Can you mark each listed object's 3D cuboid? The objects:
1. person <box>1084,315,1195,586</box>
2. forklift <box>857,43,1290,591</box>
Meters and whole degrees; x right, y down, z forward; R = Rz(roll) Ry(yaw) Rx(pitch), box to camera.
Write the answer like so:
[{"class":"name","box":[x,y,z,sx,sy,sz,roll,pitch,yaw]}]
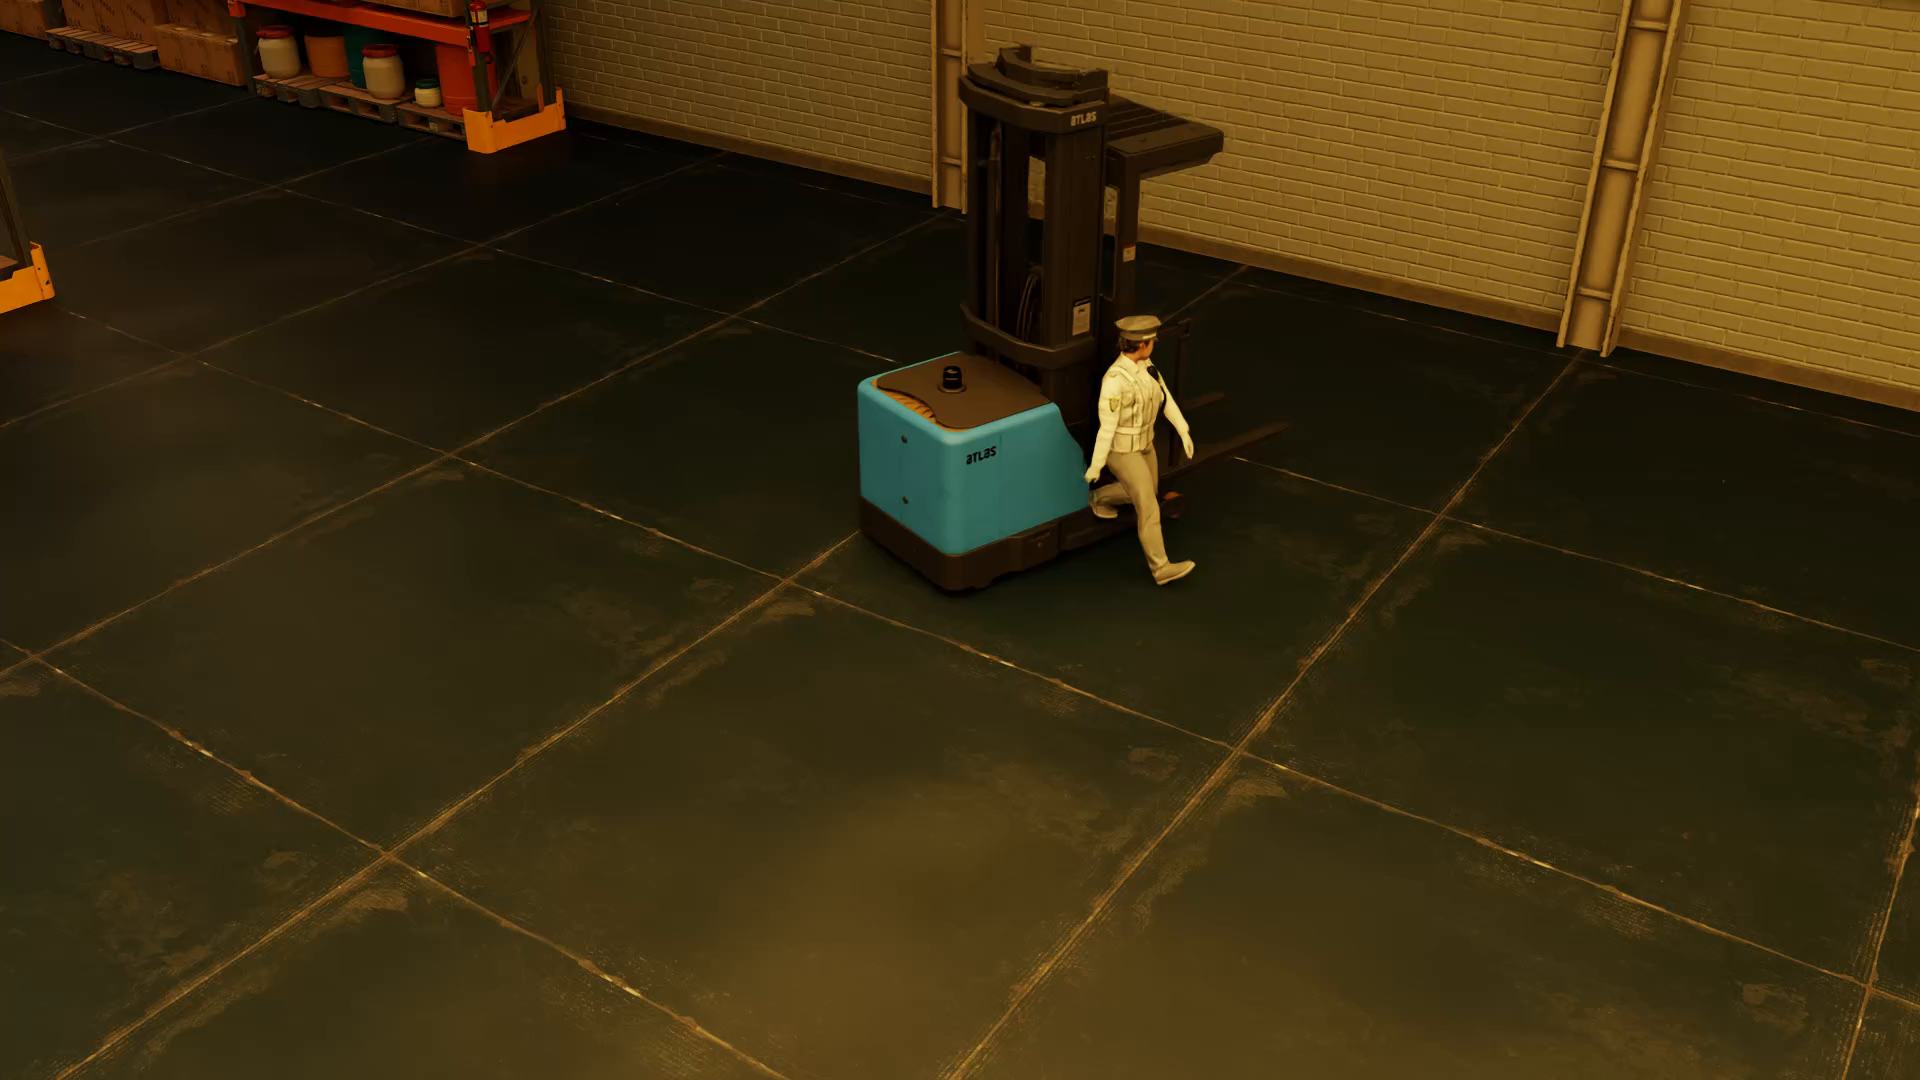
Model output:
[{"class":"person","box":[1.048,-0.523,9.817,0.873,1.605,0.603,14,33,23]},{"class":"forklift","box":[0.852,-1.546,10.244,3.031,2.935,1.130,-20,36,-31]}]
